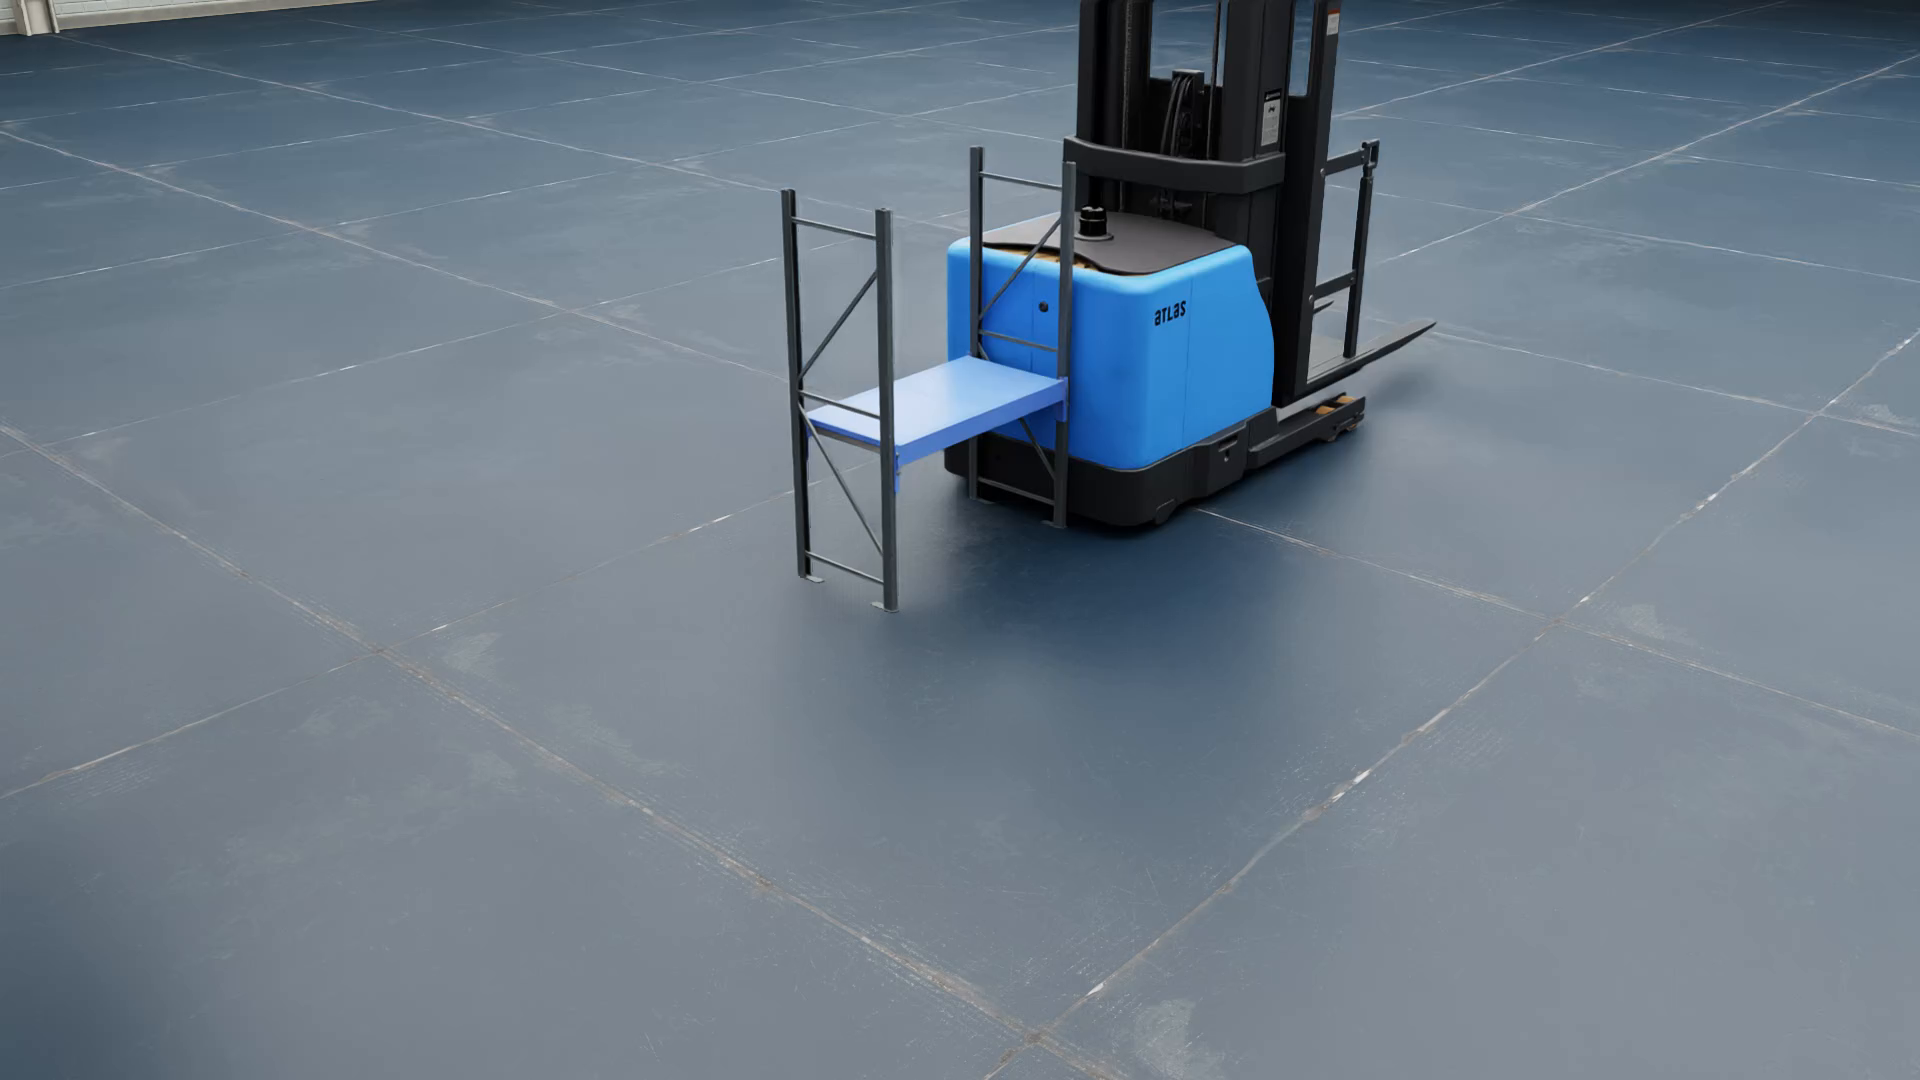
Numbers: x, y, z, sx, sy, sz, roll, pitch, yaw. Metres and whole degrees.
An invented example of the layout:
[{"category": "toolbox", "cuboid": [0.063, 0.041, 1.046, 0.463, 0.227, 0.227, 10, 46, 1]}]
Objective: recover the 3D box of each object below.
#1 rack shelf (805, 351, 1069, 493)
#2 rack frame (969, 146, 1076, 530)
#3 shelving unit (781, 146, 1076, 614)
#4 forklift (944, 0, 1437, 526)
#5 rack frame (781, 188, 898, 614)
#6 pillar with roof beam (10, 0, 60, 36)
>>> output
[{"category": "rack shelf", "cuboid": [-0.096, -0.474, 6.413, 0.538, 0.185, 1.000, 20, 31, 37]}, {"category": "rack frame", "cuboid": [0.238, -0.795, 6.690, 0.500, 1.500, 0.032, 20, 31, 37]}, {"category": "shelving unit", "cuboid": [-0.096, -0.638, 6.340, 0.538, 1.500, 1.048, 20, 31, 37]}, {"category": "forklift", "cuboid": [1.276, -1.916, 7.442, 1.130, 2.935, 3.031, 20, 31, 37]}, {"category": "rack frame", "cuboid": [-0.429, -0.481, 5.989, 0.500, 1.500, 0.032, 20, 31, 37]}, {"category": "pillar with roof beam", "cuboid": [-8.484, -9.365, 16.638, 9.100, 9.000, 0.400, 20, 31, 38]}]
